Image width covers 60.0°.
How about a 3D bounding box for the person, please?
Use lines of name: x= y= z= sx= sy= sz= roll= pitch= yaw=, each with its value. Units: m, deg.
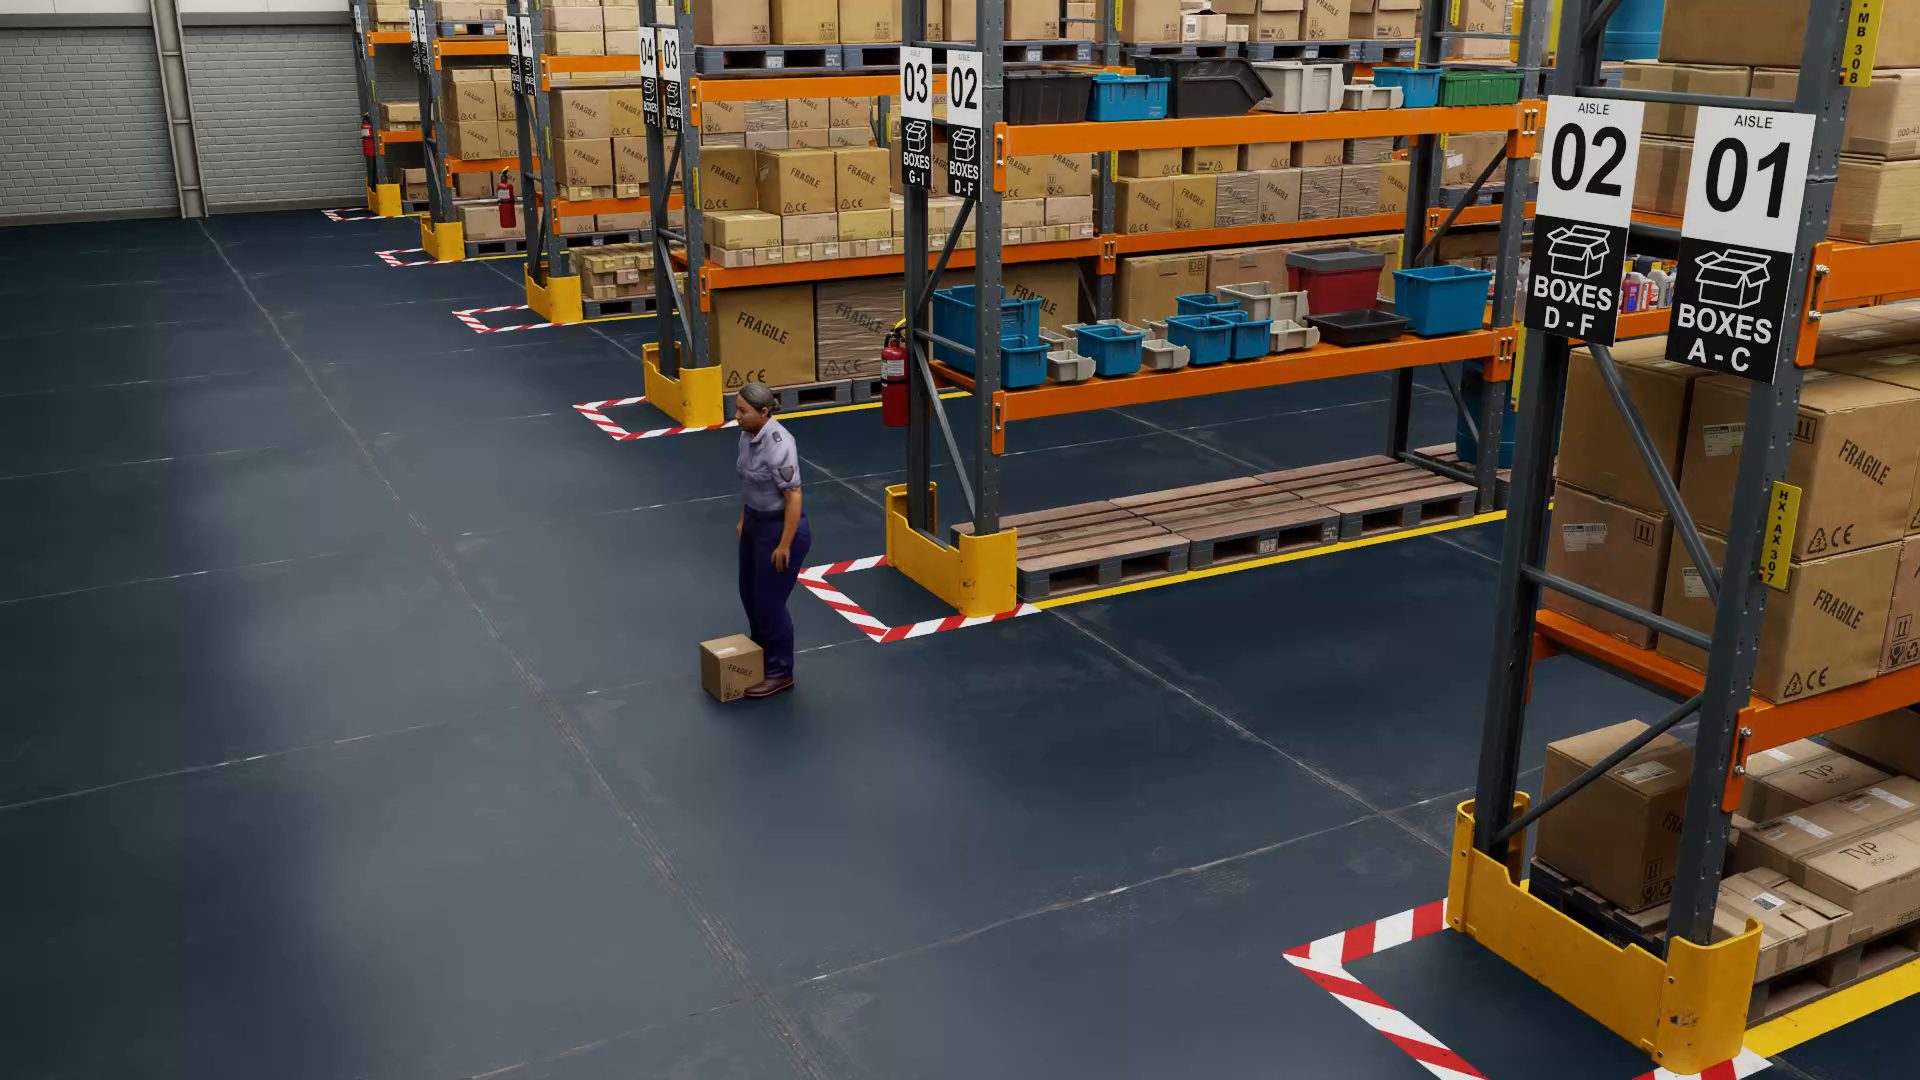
person: x=-1.016 y=-0.023 z=8.639 sx=0.418 sy=1.653 sz=0.563 roll=-11 pitch=21 yaw=-29
